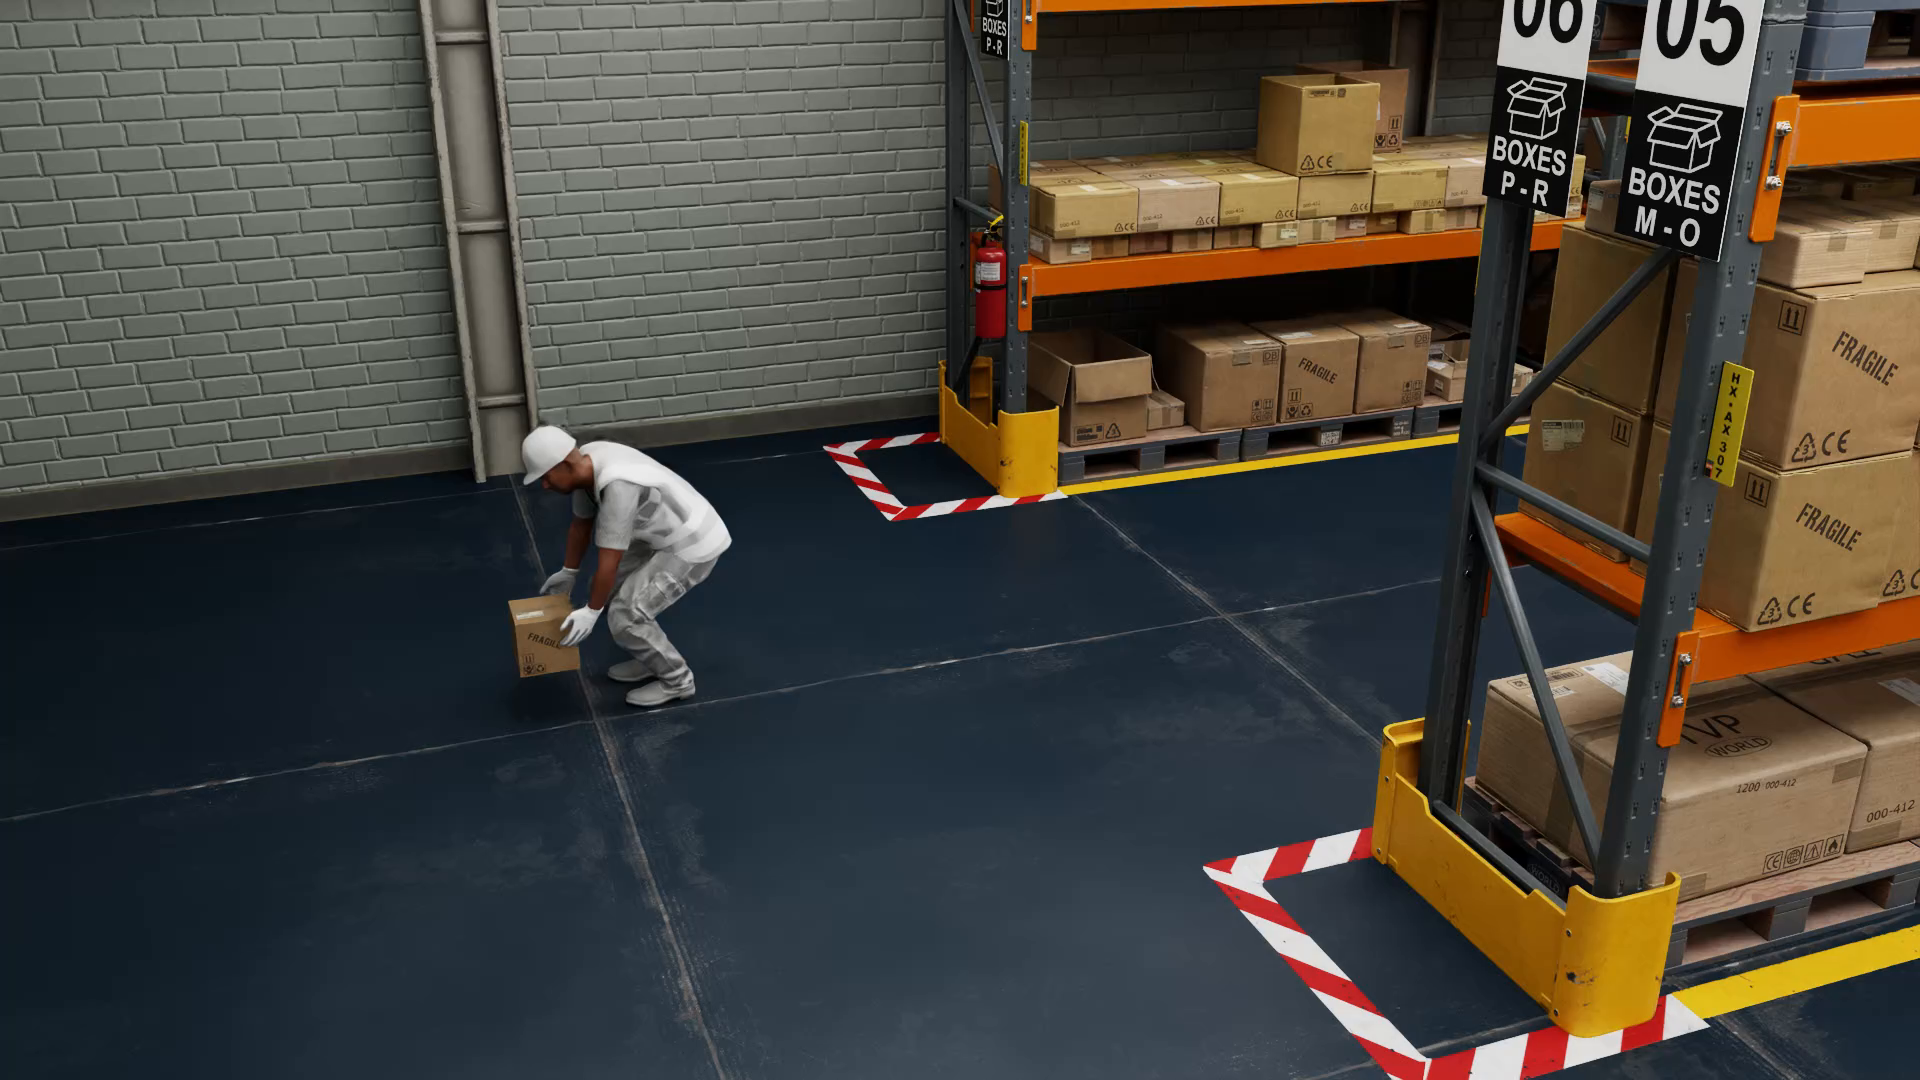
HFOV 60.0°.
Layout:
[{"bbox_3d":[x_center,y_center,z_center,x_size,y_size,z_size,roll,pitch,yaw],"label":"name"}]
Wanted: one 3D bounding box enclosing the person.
[{"bbox_3d":[-1.385,0.087,7.040,0.833,1.264,0.607,-8,24,-19],"label":"person"}]
